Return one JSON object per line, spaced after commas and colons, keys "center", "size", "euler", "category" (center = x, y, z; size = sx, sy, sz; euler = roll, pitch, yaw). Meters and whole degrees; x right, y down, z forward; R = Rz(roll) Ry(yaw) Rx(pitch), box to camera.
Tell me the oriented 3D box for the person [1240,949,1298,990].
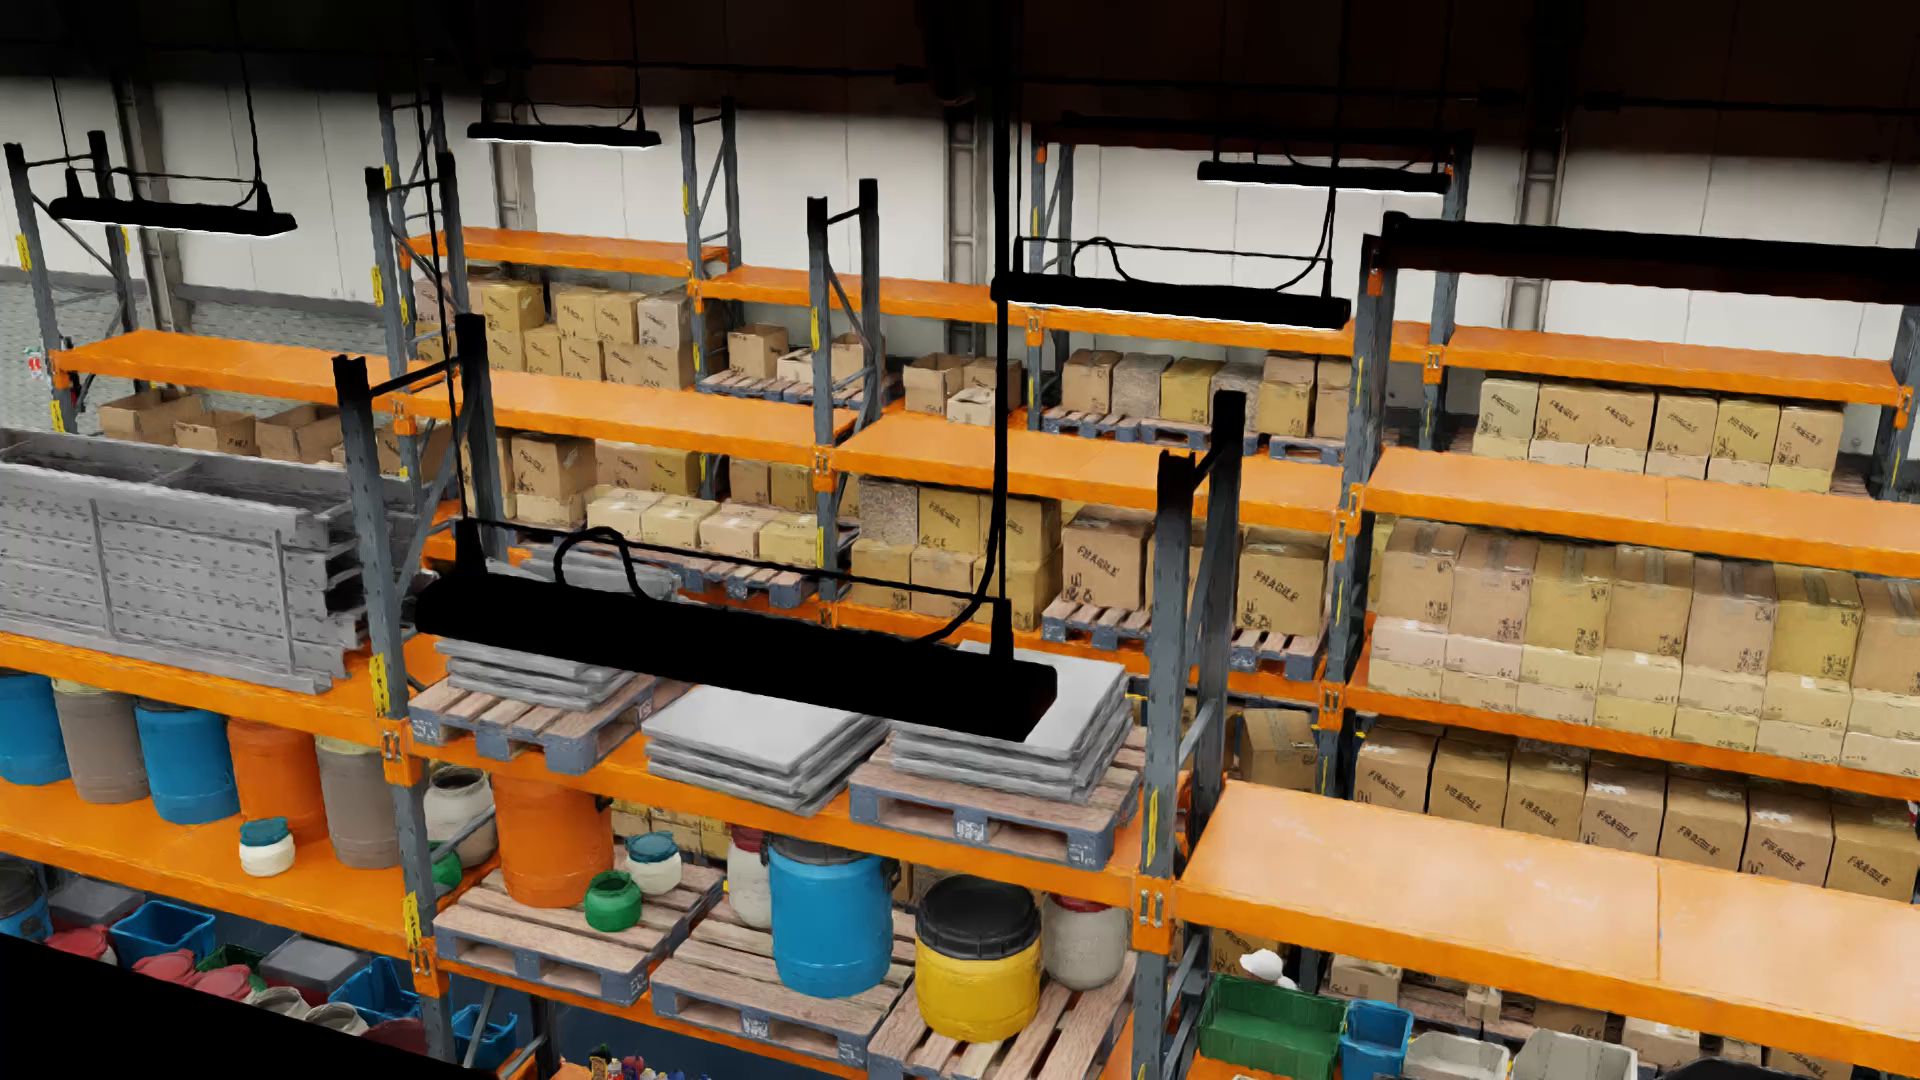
{"center": [2.065, 3.452, 10.904], "size": [0.552, 1.742, 0.677], "euler": [7, 22, 19], "category": "person"}
